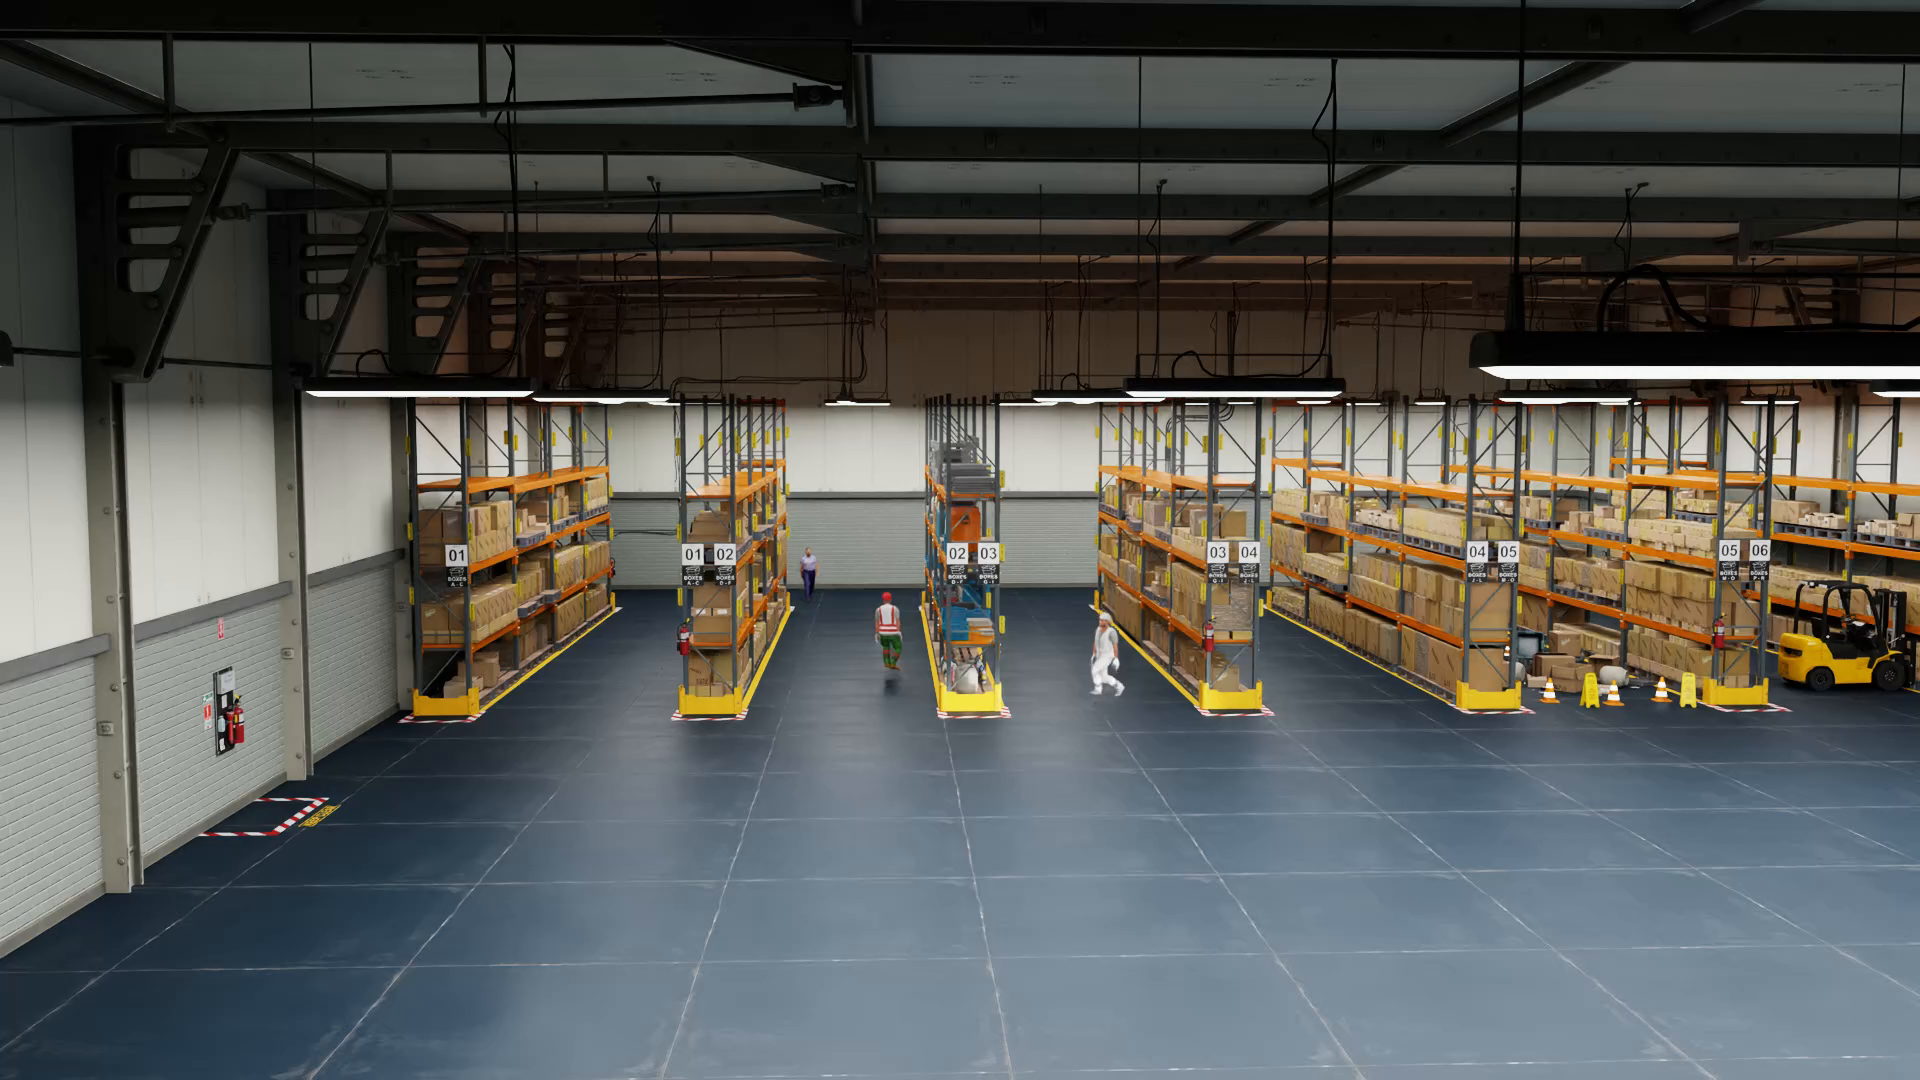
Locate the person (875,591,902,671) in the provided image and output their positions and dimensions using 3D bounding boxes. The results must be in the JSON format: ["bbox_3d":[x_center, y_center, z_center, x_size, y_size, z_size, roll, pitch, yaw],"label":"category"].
[{"bbox_3d":[-1.498,1.903,35.022,0.589,1.665,0.639,1,5,12],"label":"person"}]

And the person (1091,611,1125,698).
[{"bbox_3d":[2.806,2.194,31.792,0.943,1.709,0.588,-3,6,-36],"label":"person"}]

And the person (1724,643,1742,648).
[{"bbox_3d":[16.898,2.022,36.323,0.481,1.668,0.732,-2,5,-22],"label":"person"}]

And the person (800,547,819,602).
[{"bbox_3d":[-4.472,1.016,49.317,0.515,1.580,0.988,-1,5,-17],"label":"person"}]
